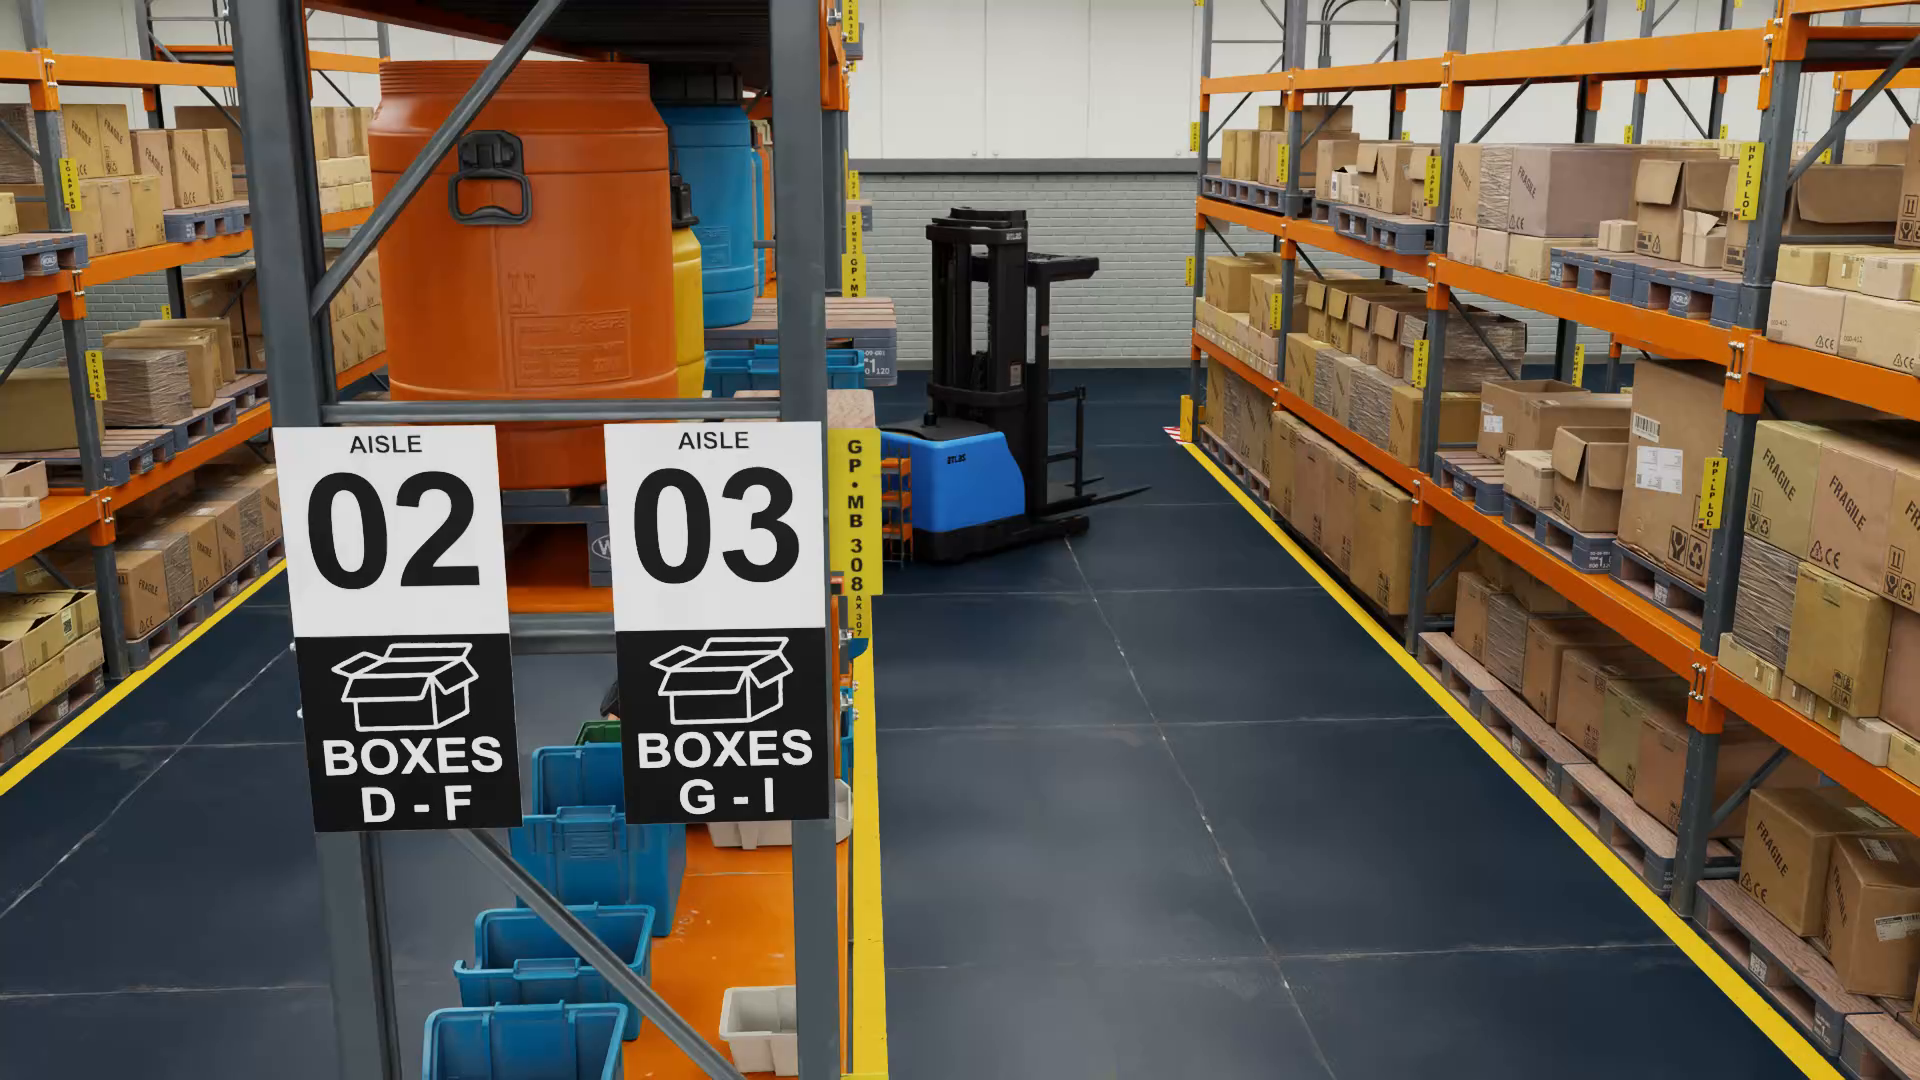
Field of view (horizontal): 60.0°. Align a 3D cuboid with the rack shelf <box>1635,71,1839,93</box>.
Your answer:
[{"bbox_3d":[8.284,-4.752,16.887,1.077,0.370,4.000,-1,14,-3],"label":"rack shelf"}]

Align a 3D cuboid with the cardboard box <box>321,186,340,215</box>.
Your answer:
[{"bbox_3d":[-6.276,-3.250,15.917,0.500,0.250,0.500,-1,14,-3],"label":"cardboard box"}]

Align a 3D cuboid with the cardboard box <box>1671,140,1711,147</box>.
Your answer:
[{"bbox_3d":[7.909,-4.233,17.935,0.380,0.149,0.250,-1,14,-3],"label":"cardboard box"}]

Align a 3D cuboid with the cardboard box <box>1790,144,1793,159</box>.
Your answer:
[{"bbox_3d":[8.032,-3.714,15.919,0.380,0.149,0.250,-1,14,-4],"label":"cardboard box"}]

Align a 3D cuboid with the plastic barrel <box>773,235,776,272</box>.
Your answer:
[{"bbox_3d":[-0.933,-1.650,9.676,0.301,0.262,0.301,0,14,0],"label":"plastic barrel"}]

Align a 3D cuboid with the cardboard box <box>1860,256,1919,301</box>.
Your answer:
[{"bbox_3d":[3.740,-1.013,6.424,0.380,0.149,0.250,-1,14,-3],"label":"cardboard box"}]

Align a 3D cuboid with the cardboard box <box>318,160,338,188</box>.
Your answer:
[{"bbox_3d":[-6.271,-3.492,15.855,0.500,0.250,0.500,-1,14,-3],"label":"cardboard box"}]

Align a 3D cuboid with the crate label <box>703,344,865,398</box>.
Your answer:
[{"bbox_3d":[-0.535,-0.438,4.989,0.502,0.251,0.408,-1,14,-3],"label":"crate label"}]

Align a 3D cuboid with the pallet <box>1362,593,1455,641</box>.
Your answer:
[{"bbox_3d":[3.725,0.500,12.659,1.003,0.211,1.213,-1,14,-3],"label":"pallet"}]

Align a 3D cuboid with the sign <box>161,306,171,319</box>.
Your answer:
[{"bbox_3d":[-6.977,-1.905,14.673,0.100,0.325,0.005,-1,14,-3],"label":"sign"}]

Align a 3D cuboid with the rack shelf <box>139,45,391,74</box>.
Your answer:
[{"bbox_3d":[-6.560,-4.549,16.096,1.077,0.370,4.000,-1,14,-3],"label":"rack shelf"}]

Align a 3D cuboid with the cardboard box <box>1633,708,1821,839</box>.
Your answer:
[{"bbox_3d":[3.930,1.186,8.530,0.700,0.500,0.500,-2,15,-8],"label":"cardboard box"}]

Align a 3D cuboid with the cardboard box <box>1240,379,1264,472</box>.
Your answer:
[{"bbox_3d":[3.434,-1.212,17.137,0.875,0.875,0.875,-1,14,-3],"label":"cardboard box"}]

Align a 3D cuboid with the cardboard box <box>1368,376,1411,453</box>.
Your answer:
[{"bbox_3d":[3.396,-0.945,12.477,0.500,0.500,0.500,-1,14,-4],"label":"cardboard box"}]

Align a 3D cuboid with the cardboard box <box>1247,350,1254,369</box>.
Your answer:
[{"bbox_3d":[3.058,-1.789,16.463,0.380,0.149,0.250,-1,14,-2],"label":"cardboard box"}]

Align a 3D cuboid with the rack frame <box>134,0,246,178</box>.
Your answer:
[{"bbox_3d":[-6.436,-4.401,14.073,1.000,3.000,0.127,-1,14,-3],"label":"rack frame"}]

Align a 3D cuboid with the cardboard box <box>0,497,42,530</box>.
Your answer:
[{"bbox_3d":[-5.857,-0.160,10.133,0.380,0.149,0.250,-1,14,-3],"label":"cardboard box"}]

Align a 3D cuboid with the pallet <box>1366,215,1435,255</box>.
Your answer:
[{"bbox_3d":[3.606,-2.174,11.814,1.213,0.211,1.003,0,14,-1],"label":"pallet"}]

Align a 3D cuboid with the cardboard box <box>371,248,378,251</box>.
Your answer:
[{"bbox_3d":[-6.382,-2.917,18.136,0.500,0.500,0.500,-1,14,-4],"label":"cardboard box"}]

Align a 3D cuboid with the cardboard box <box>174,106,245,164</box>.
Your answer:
[{"bbox_3d":[-6.504,-3.602,14.778,0.700,0.500,0.500,-1,14,-3],"label":"cardboard box"}]

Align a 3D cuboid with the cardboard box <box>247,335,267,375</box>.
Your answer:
[{"bbox_3d":[-6.196,-1.675,15.317,0.500,0.500,0.500,-1,14,-2],"label":"cardboard box"}]

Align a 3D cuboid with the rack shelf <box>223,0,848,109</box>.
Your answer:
[{"bbox_3d":[-0.873,-1.448,4.840,1.077,0.370,4.000,-1,14,-3],"label":"rack shelf"}]

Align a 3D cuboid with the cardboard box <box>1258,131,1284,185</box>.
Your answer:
[{"bbox_3d":[3.314,-3.728,16.233,0.700,0.500,0.500,0,14,-1],"label":"cardboard box"}]

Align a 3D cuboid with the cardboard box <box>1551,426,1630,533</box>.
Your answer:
[{"bbox_3d":[3.747,-0.341,9.284,0.797,0.503,0.637,1,14,2],"label":"cardboard box"}]

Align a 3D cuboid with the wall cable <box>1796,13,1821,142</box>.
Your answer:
[{"bbox_3d":[12.461,-7.111,24.606,0.463,3.000,0.029,-1,14,-3],"label":"wall cable"}]

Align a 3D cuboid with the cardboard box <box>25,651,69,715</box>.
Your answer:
[{"bbox_3d":[-5.877,0.882,10.253,0.500,0.250,0.500,-1,14,-4],"label":"cardboard box"}]

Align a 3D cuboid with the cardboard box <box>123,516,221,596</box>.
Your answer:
[{"bbox_3d":[-5.995,0.124,12.659,0.500,0.500,0.500,-1,14,-4],"label":"cardboard box"}]

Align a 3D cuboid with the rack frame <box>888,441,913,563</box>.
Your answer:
[{"bbox_3d":[-0.508,-0.319,14.152,0.200,1.050,0.008,4,15,17],"label":"rack frame"}]

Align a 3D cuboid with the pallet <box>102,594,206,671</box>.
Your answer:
[{"bbox_3d":[-6.197,0.663,12.026,1.003,0.211,1.213,-1,14,-3],"label":"pallet"}]

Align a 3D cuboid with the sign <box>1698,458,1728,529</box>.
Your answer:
[{"bbox_3d":[3.393,-0.210,7.498,0.100,0.325,0.005,-1,14,-3],"label":"sign"}]

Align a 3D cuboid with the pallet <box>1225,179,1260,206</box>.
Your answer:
[{"bbox_3d":[3.339,-3.564,17.017,1.003,0.211,1.213,-1,14,-3],"label":"pallet"}]

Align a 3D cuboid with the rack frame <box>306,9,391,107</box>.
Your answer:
[{"bbox_3d":[-6.684,-5.396,17.940,1.000,3.000,0.127,-1,14,-3],"label":"rack frame"}]

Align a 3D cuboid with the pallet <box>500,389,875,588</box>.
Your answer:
[{"bbox_3d":[-0.702,-0.156,3.970,1.003,0.211,1.213,-1,14,-3],"label":"pallet"}]

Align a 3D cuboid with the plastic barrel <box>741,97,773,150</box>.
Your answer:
[{"bbox_3d":[-1.277,-2.582,11.317,0.600,0.830,0.708,-1,14,-3],"label":"plastic barrel"}]

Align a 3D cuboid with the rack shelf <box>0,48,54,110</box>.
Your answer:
[{"bbox_3d":[-6.064,-2.367,8.413,1.077,0.370,4.000,-1,14,-3],"label":"rack shelf"}]

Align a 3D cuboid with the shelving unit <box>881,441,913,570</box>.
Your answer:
[{"bbox_3d":[-0.545,-0.290,14.040,0.215,1.050,0.252,4,15,17],"label":"shelving unit"}]

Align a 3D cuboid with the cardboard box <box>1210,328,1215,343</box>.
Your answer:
[{"bbox_3d":[2.947,-2.235,18.199,0.380,0.149,0.250,-1,14,-4],"label":"cardboard box"}]

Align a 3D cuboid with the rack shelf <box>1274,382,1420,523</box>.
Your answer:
[{"bbox_3d":[3.575,-0.802,13.568,1.077,0.370,4.000,-1,14,-3],"label":"rack shelf"}]

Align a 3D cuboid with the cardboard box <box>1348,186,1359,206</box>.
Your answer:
[{"bbox_3d":[3.394,-2.810,13.568,0.380,0.149,0.250,-1,15,-6],"label":"cardboard box"}]

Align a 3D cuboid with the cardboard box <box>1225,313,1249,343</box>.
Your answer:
[{"bbox_3d":[3.068,-2.207,17.287,0.500,0.250,0.500,-1,14,-5],"label":"cardboard box"}]

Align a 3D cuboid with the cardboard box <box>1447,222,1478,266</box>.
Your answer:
[{"bbox_3d":[3.474,-1.912,10.720,0.500,0.250,0.500,-1,14,-2],"label":"cardboard box"}]

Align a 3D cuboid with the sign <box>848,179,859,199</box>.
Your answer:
[{"bbox_3d":[-0.943,-3.037,14.771,0.100,0.325,0.005,-1,14,-3],"label":"sign"}]

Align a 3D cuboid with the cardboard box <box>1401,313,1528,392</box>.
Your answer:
[{"bbox_3d":[3.670,-1.369,12.115,0.797,0.503,0.637,0,14,-2],"label":"cardboard box"}]

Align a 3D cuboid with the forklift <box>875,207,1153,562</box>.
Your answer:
[{"bbox_3d":[0.548,-1.524,15.069,3.031,2.935,1.130,-13,20,-42],"label":"forklift"}]

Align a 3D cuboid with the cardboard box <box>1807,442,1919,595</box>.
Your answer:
[{"bbox_3d":[3.754,-0.095,6.571,0.500,0.500,0.500,-1,14,-3],"label":"cardboard box"}]

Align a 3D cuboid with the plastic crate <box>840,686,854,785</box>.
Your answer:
[{"bbox_3d":[-0.657,0.761,6.347,0.499,0.251,0.616,-1,14,-3],"label":"plastic crate"}]

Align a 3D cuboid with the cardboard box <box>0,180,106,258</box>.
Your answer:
[{"bbox_3d":[-6.249,-2.110,10.988,0.910,0.500,0.500,-1,14,-3],"label":"cardboard box"}]

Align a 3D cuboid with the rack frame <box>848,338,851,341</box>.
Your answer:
[{"bbox_3d":[-1.492,-1.571,15.114,1.000,3.000,0.127,-1,14,-3],"label":"rack frame"}]

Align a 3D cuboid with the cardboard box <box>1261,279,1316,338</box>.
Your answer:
[{"bbox_3d":[3.156,-2.193,15.728,0.500,0.500,0.500,0,14,-2],"label":"cardboard box"}]

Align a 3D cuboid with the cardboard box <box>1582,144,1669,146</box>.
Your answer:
[{"bbox_3d":[4.021,-2.154,10.155,0.500,0.500,0.500,-1,14,-4],"label":"cardboard box"}]

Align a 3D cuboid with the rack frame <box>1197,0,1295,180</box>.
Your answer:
[{"bbox_3d":[3.203,-5.548,18.530,1.000,3.000,0.127,-1,14,-3],"label":"rack frame"}]

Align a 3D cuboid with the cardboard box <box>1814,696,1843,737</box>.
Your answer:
[{"bbox_3d":[3.731,0.708,6.761,0.380,0.149,0.250,-1,14,-3],"label":"cardboard box"}]

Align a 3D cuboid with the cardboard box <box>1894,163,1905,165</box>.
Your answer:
[{"bbox_3d":[8.253,-3.090,14.333,0.500,0.311,0.500,-1,14,-4],"label":"cardboard box"}]

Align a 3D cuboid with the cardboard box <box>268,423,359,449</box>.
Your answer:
[{"bbox_3d":[-6.558,-0.967,16.893,0.797,0.503,0.637,-1,14,-3],"label":"cardboard box"}]

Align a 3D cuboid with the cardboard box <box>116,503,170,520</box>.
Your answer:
[{"bbox_3d":[-6.551,0.008,13.108,0.500,0.500,0.500,-1,14,-6],"label":"cardboard box"}]

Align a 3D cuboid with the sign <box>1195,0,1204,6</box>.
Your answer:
[{"bbox_3d":[2.649,-6.070,18.367,0.100,0.325,0.005,-1,14,-3],"label":"sign"}]
